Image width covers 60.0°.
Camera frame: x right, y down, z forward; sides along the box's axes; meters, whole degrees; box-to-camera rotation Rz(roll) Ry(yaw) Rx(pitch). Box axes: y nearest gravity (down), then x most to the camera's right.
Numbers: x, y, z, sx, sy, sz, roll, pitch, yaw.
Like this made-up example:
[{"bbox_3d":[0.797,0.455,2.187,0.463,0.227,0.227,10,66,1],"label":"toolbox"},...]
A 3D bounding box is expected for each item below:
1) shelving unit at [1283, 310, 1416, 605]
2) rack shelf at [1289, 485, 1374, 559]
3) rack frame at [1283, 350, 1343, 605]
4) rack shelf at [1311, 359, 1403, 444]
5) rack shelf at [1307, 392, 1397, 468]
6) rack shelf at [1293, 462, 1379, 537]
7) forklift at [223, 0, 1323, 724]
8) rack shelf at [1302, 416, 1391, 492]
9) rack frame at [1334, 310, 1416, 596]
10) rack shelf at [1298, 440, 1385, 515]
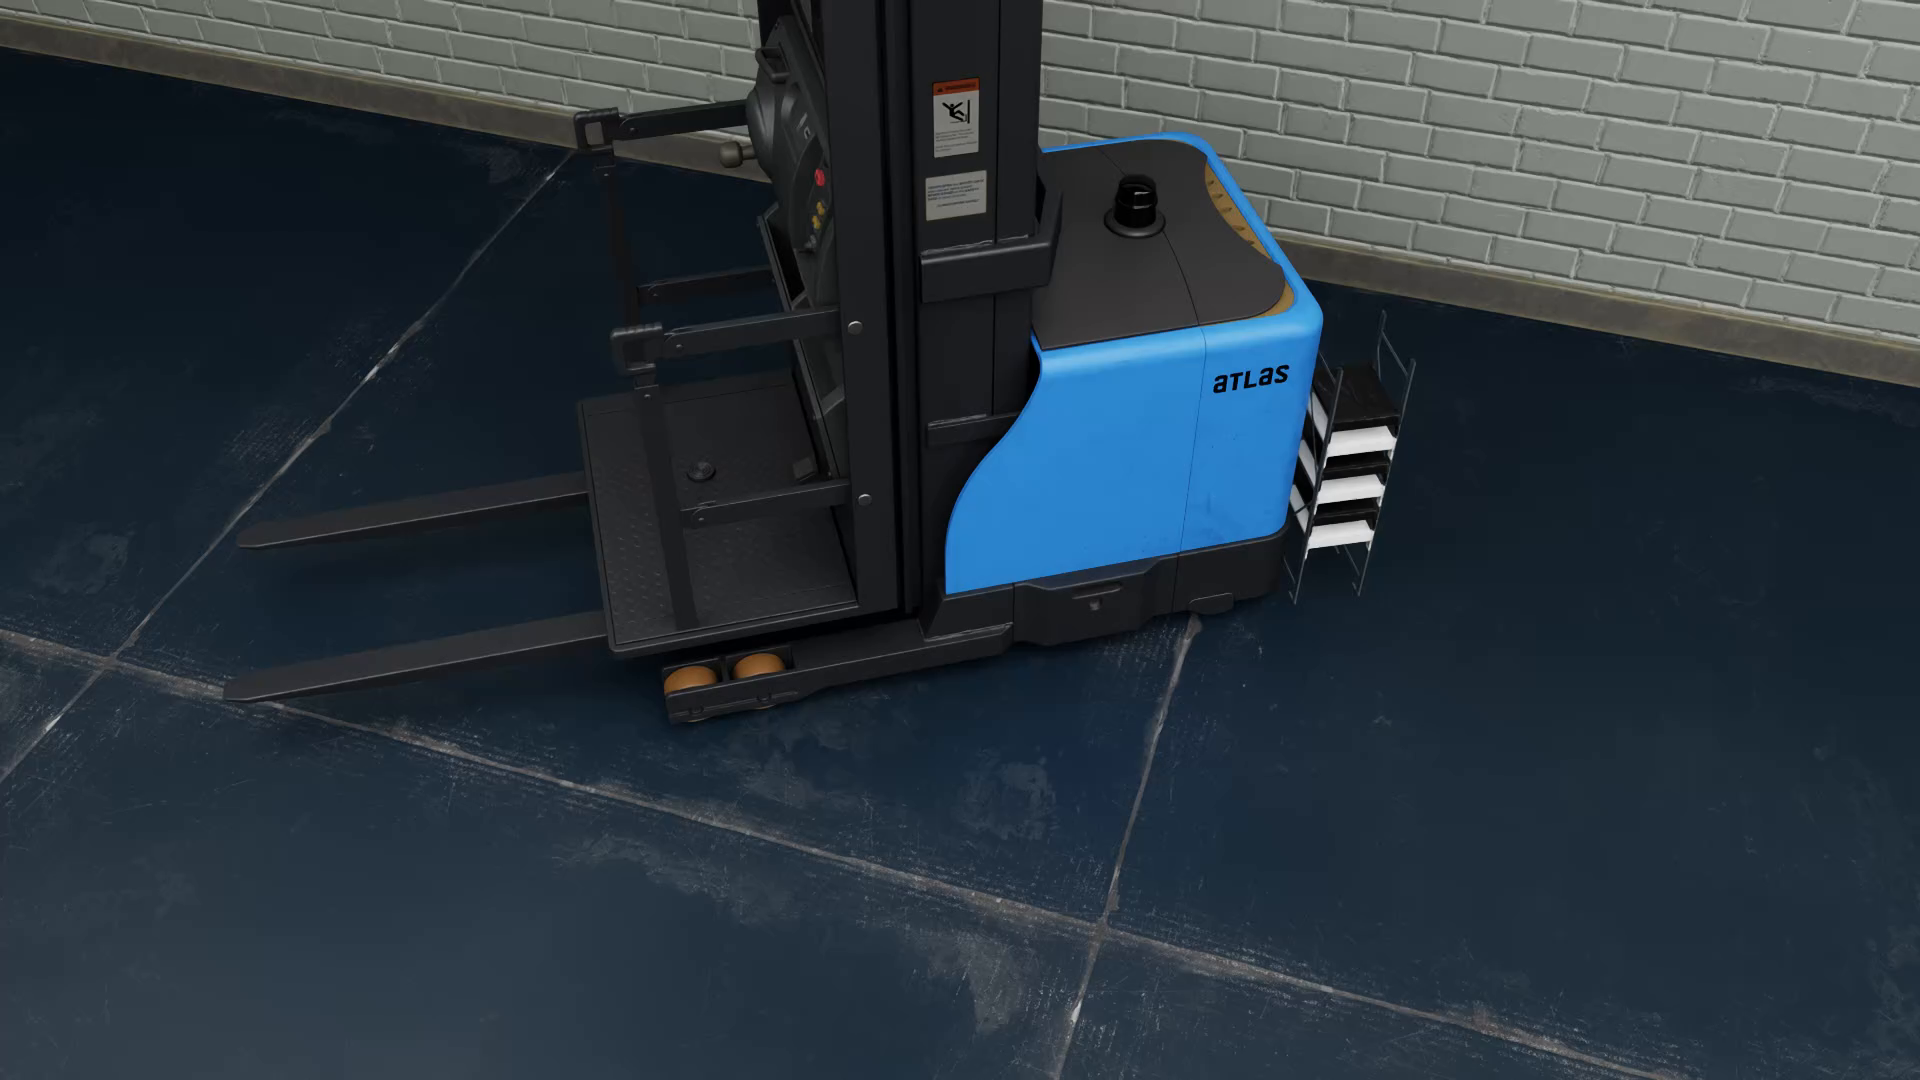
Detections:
[{"bbox_3d":[1.095,-0.221,4.832,0.210,0.900,0.258,-7,45,-7],"label":"shelving unit"},{"bbox_3d":[1.095,-0.068,4.982,0.200,0.077,0.258,-7,45,-7],"label":"rack shelf"},{"bbox_3d":[0.995,-0.208,4.820,0.006,0.900,0.240,-7,45,-7],"label":"rack frame"},{"bbox_3d":[1.095,-0.390,4.667,0.200,0.077,0.258,-7,45,-7],"label":"rack shelf"},{"bbox_3d":[1.095,-0.326,4.730,0.200,0.077,0.258,-7,45,-7],"label":"rack shelf"},{"bbox_3d":[1.095,-0.133,4.919,0.200,0.077,0.258,-7,45,-7],"label":"rack shelf"},{"bbox_3d":[-0.604,-0.941,4.116,3.031,2.935,1.130,-10,45,-10],"label":"forklift"},{"bbox_3d":[1.095,-0.261,4.793,0.200,0.077,0.258,-7,45,-7],"label":"rack shelf"},{"bbox_3d":[1.196,-0.234,4.845,0.006,0.900,0.240,-7,45,-7],"label":"rack frame"},{"bbox_3d":[1.095,-0.197,4.856,0.200,0.077,0.258,-7,45,-7],"label":"rack shelf"}]
